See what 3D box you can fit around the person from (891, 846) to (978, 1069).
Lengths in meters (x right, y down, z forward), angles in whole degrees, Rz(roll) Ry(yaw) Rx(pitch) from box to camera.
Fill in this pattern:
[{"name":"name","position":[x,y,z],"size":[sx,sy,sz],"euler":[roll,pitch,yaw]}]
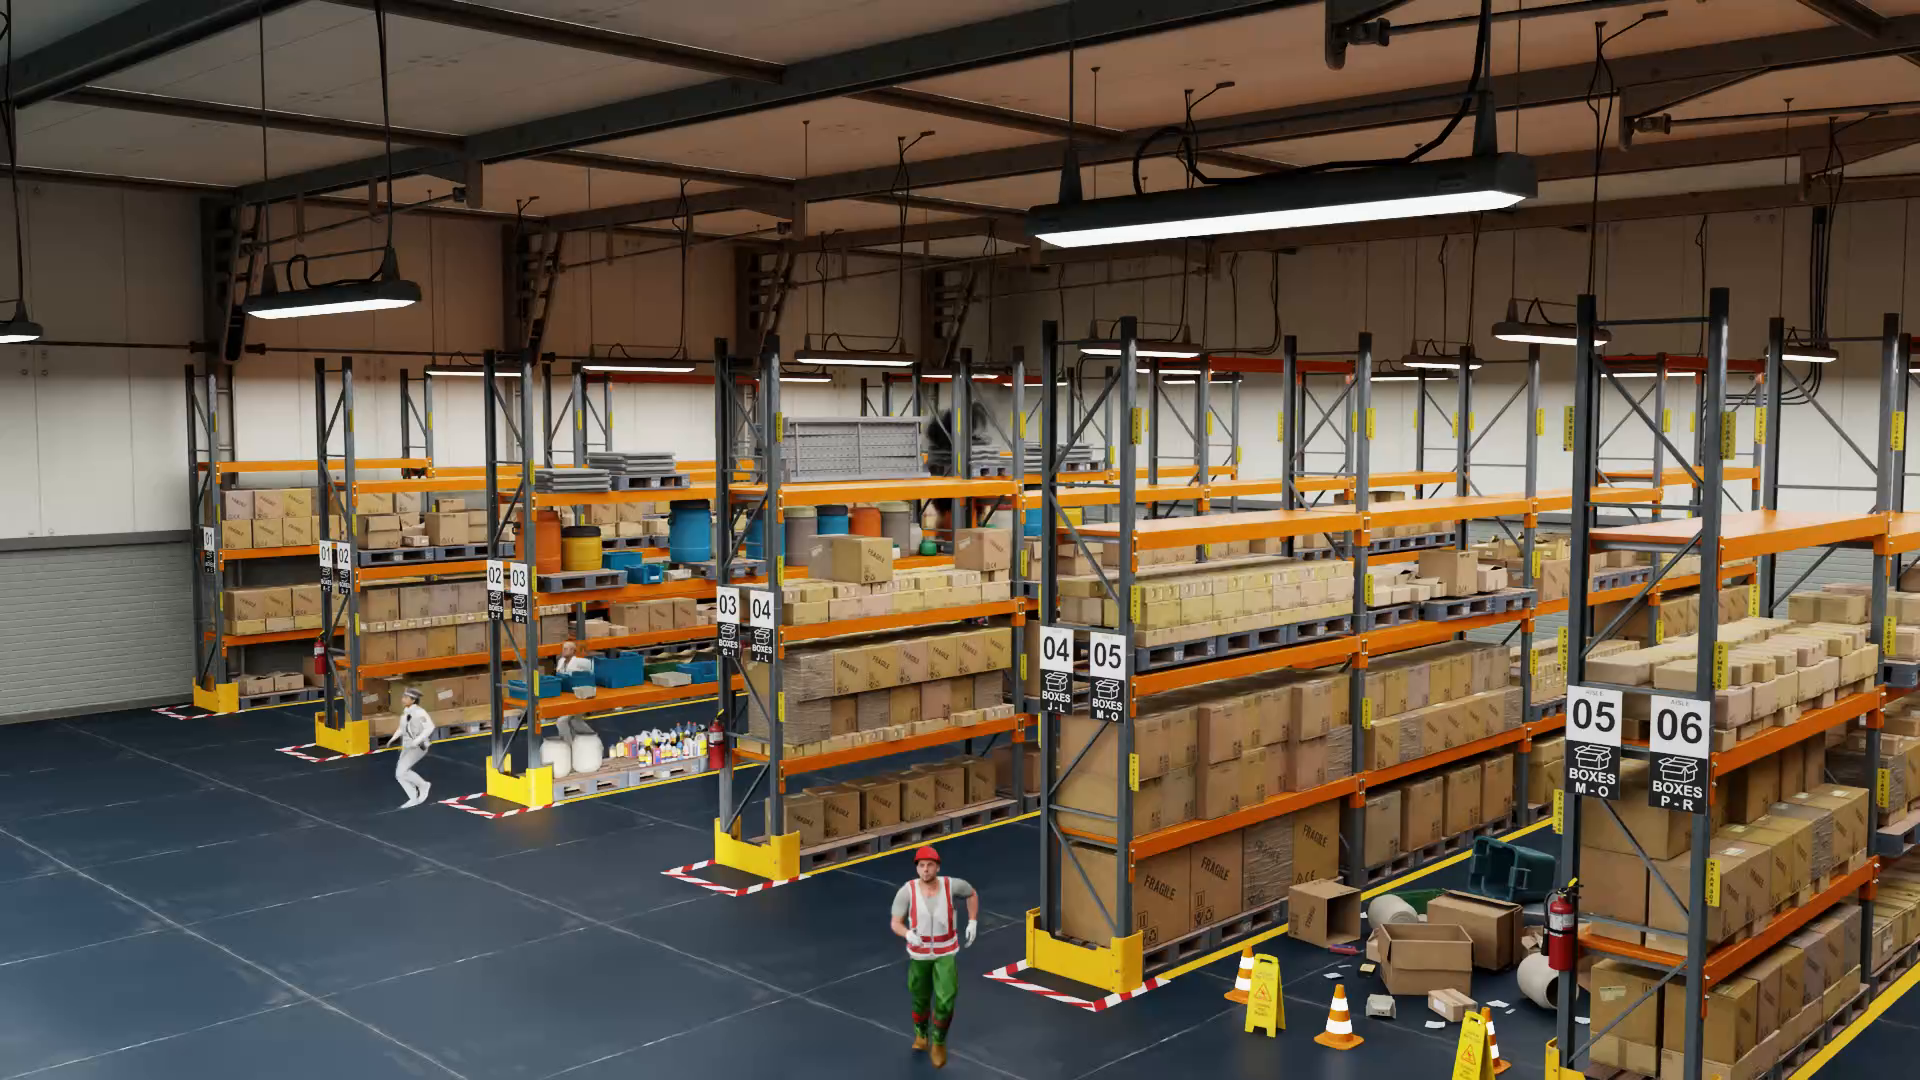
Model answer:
[{"name":"person","position":[-0.201,3.264,13.082],"size":[0.679,1.758,0.863],"euler":[0,4,2]}]

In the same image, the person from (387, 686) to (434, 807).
[{"name":"person","position":[-7.167,2.724,21.650],"size":[0.712,1.653,0.513],"euler":[4,6,39]}]

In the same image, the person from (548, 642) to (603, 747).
[{"name":"person","position":[-5.697,2.408,24.660],"size":[0.681,1.836,0.896],"euler":[4,6,45]}]
